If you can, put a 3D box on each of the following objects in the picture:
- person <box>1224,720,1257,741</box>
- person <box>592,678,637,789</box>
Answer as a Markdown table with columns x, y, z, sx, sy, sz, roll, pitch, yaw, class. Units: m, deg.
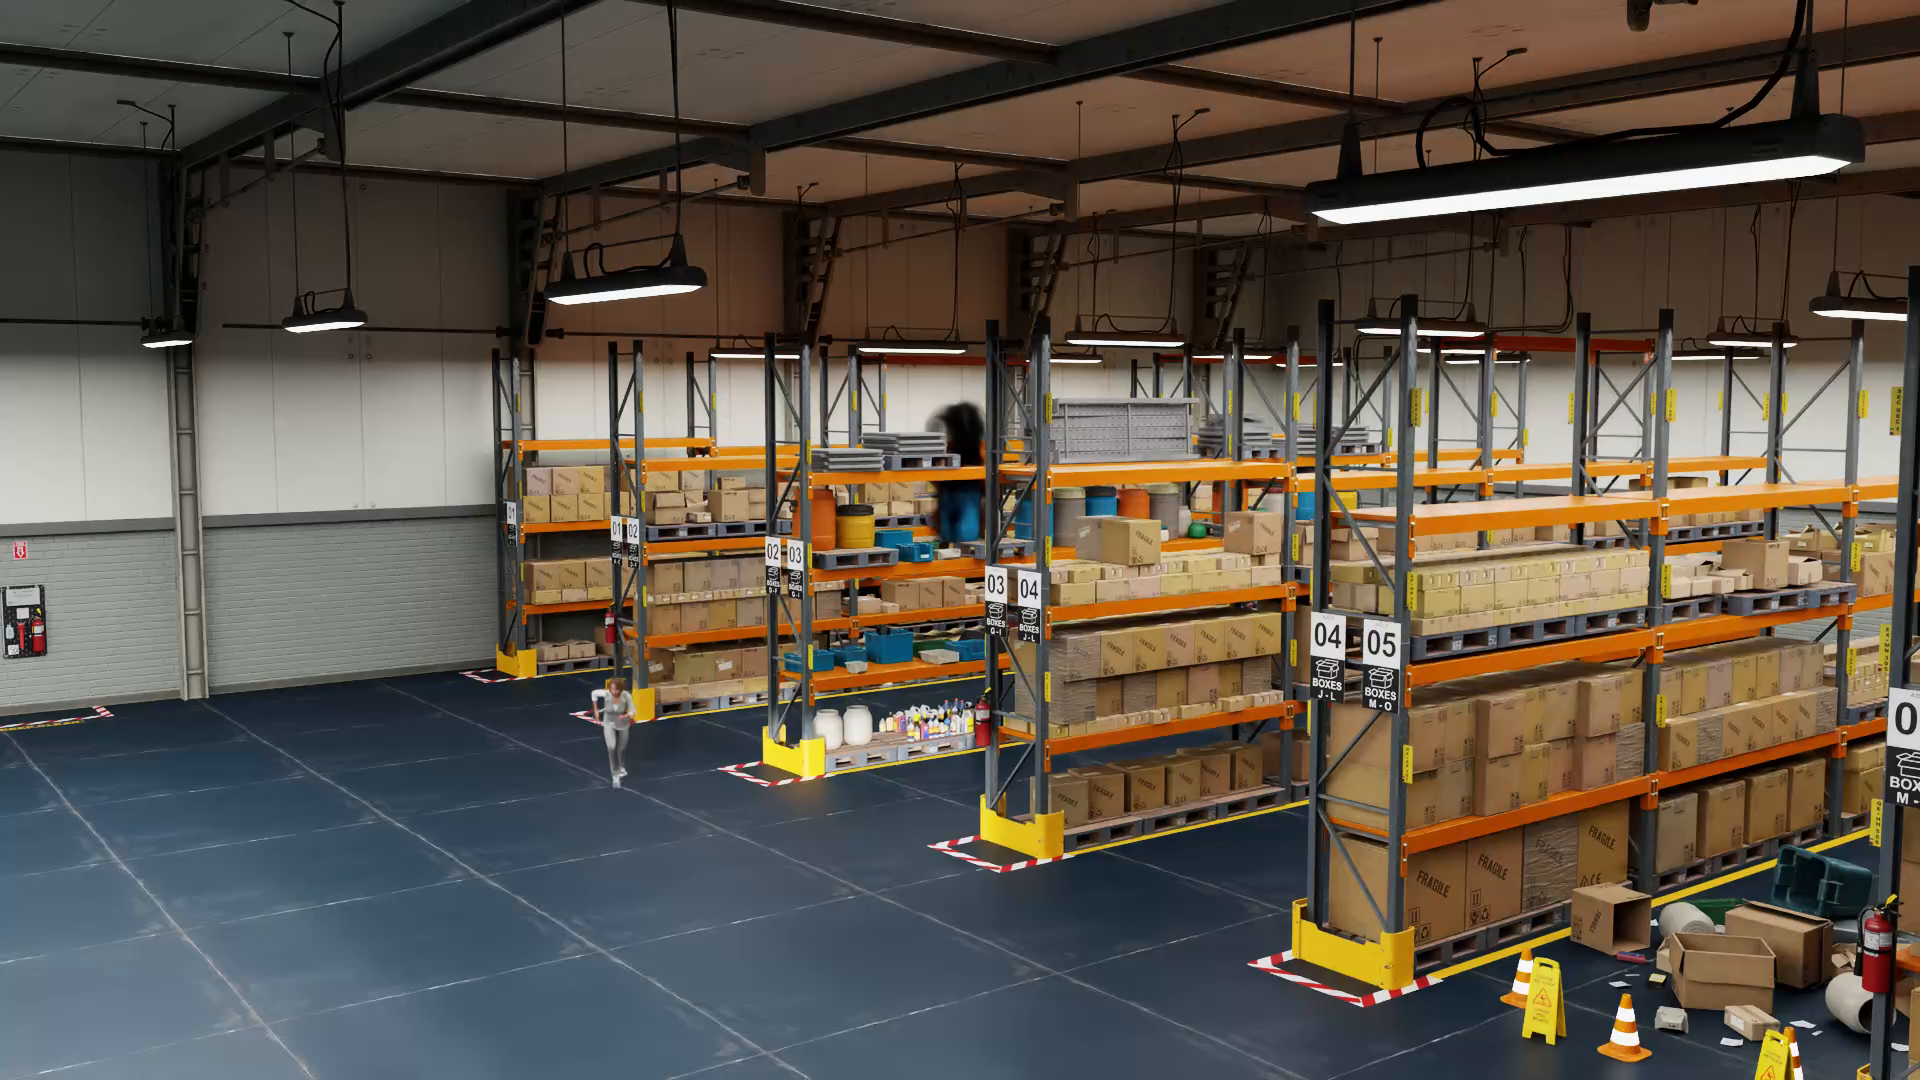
| x | y | z | sx | sy | sz | roll | pitch | yaw | class |
| --- | --- | --- | --- | --- | --- | --- | --- | --- | --- |
| 4.005 | 2.010 | 23.896 | 0.722 | 1.826 | 0.616 | -5 | 7 | -44 | person |
| -4.551 | 2.522 | 21.935 | 0.575 | 1.495 | 0.906 | -1 | 5 | -10 | person |
